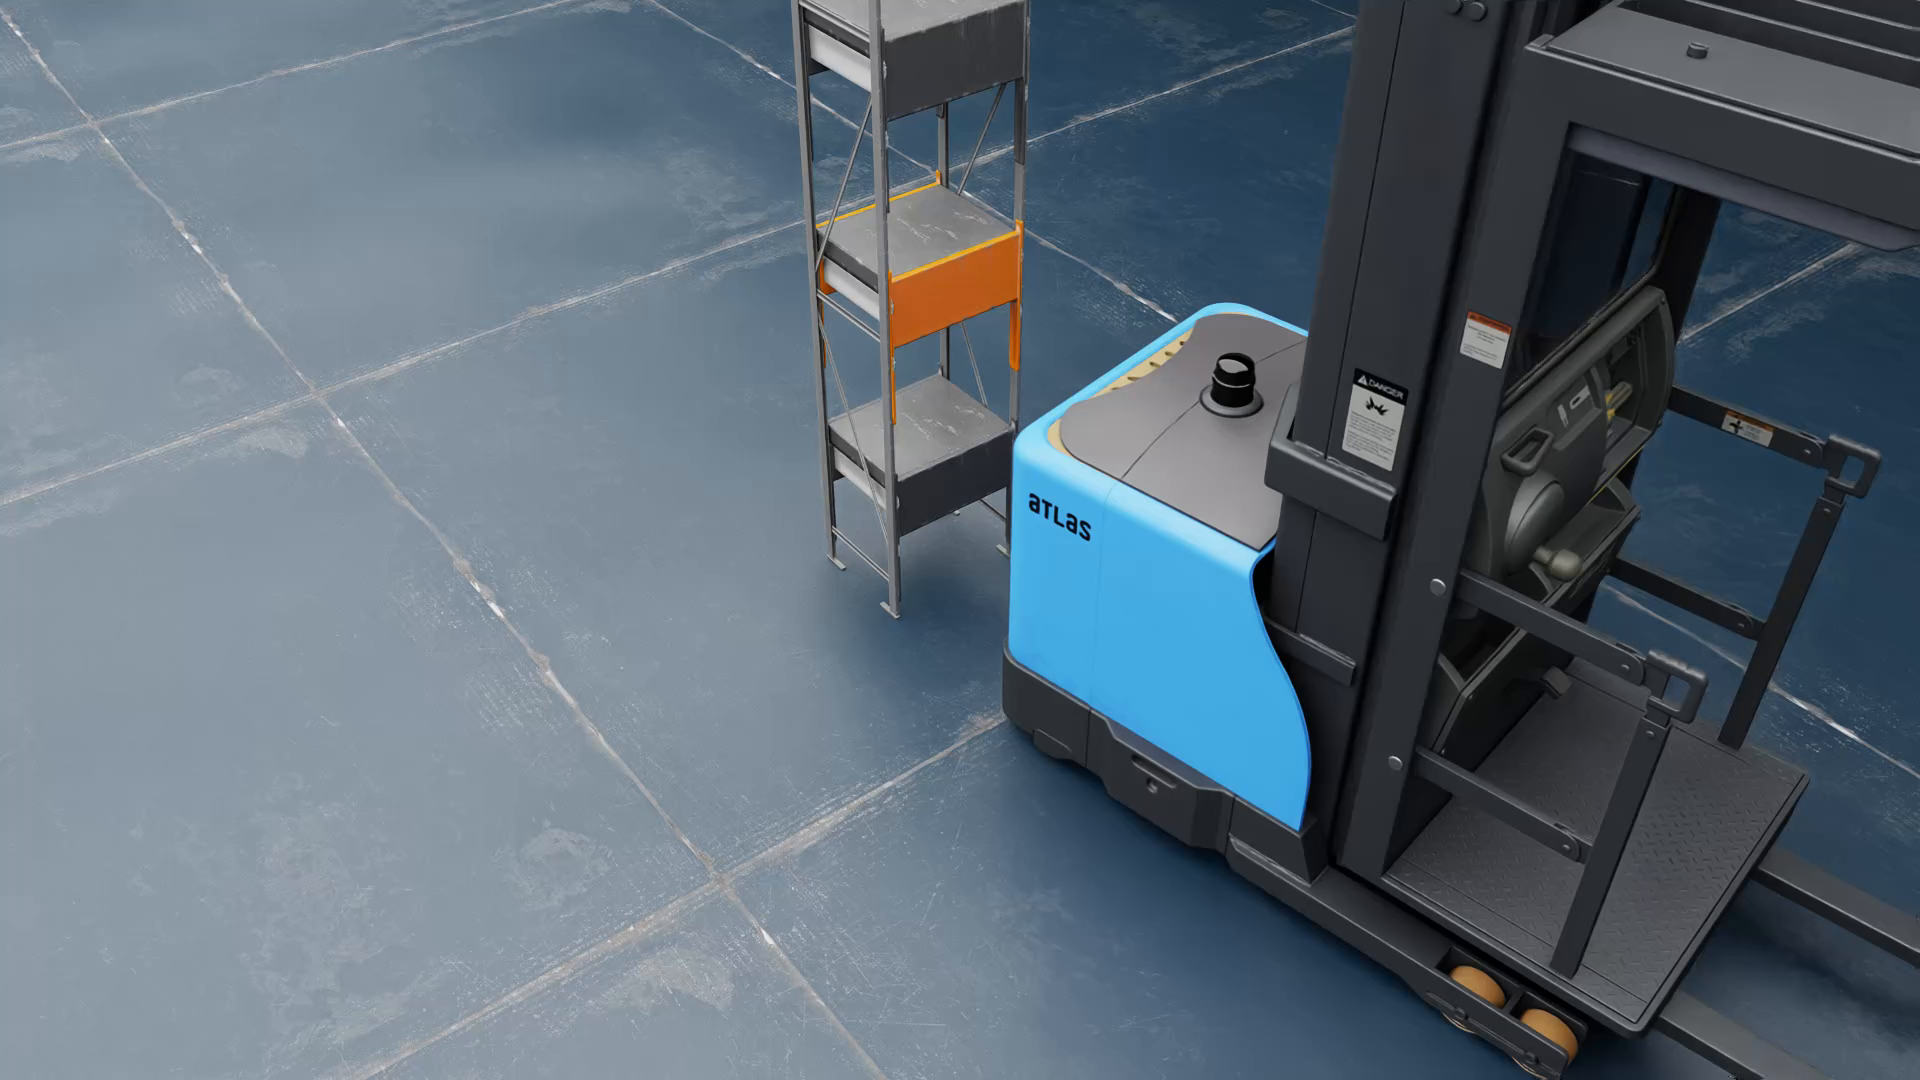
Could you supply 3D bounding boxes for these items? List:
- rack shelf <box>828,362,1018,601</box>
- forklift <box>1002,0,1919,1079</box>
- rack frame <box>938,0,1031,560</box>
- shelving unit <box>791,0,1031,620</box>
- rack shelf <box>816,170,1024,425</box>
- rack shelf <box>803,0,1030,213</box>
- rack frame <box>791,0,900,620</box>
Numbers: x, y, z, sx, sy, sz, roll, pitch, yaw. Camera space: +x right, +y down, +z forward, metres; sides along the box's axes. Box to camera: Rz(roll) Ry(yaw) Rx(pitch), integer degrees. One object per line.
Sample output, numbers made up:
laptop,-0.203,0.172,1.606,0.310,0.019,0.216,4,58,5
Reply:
rack shelf,-0.131,-0.196,5.459,0.480,0.518,0.431,-26,46,-28
forklift,1.561,-0.182,3.661,3.031,2.935,1.130,30,48,31
rack frame,0.062,-0.842,5.121,0.015,2.100,0.400,-26,46,-28
shelving unit,-0.131,-0.748,5.006,0.503,2.100,0.431,-26,46,-28
rack shelf,-0.131,-0.737,5.015,0.480,0.518,0.431,-26,46,-28
rack shelf,-0.131,-1.278,4.571,0.480,0.518,0.431,-26,46,-28
rack frame,-0.325,-0.654,4.891,0.015,2.100,0.400,-26,46,-28
